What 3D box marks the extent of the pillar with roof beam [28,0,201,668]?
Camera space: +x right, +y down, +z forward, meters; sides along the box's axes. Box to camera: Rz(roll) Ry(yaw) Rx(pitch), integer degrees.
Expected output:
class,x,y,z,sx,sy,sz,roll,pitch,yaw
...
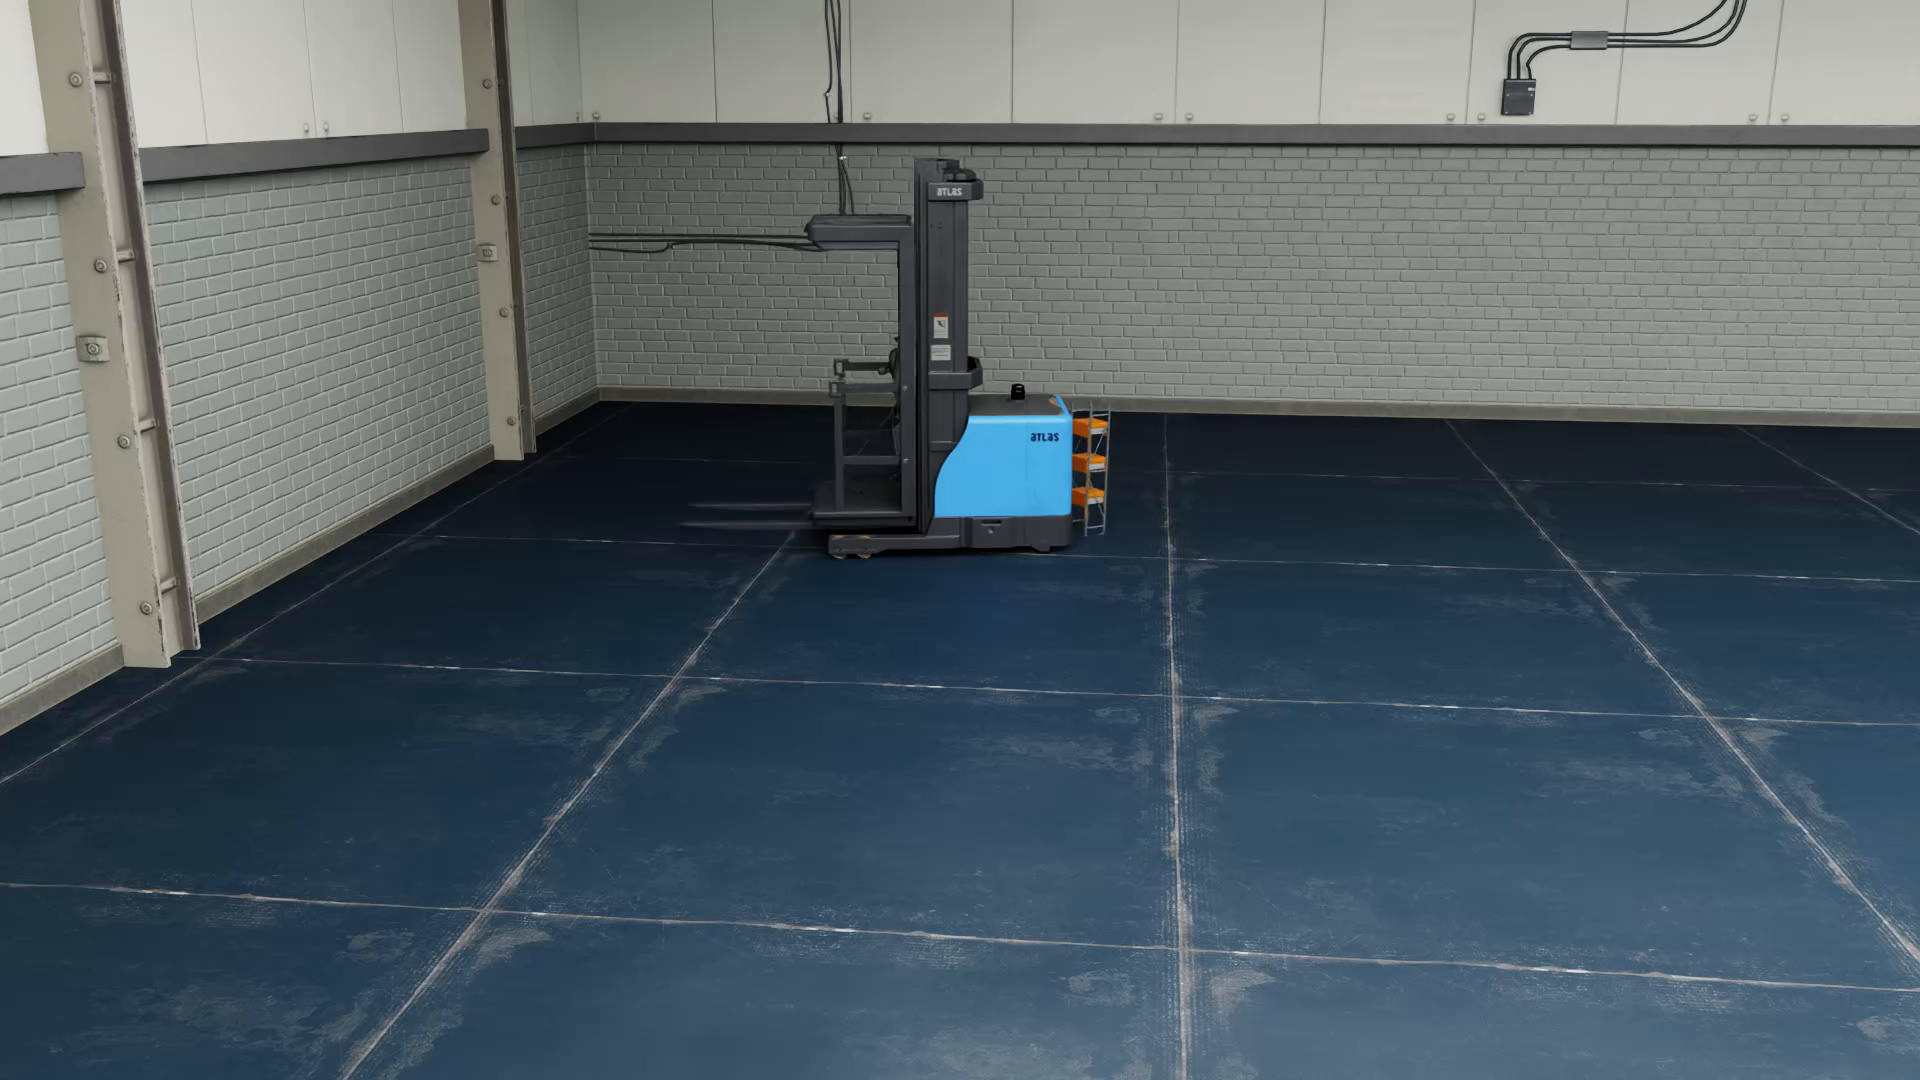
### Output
class,x,y,z,sx,sy,sz,roll,pitch,yaw
pillar with roof beam,-0.745,-3.485,8.811,9.100,9.000,0.400,2,15,6

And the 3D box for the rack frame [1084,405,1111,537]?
class,x,y,z,sx,sy,sz,roll,pitch,yaw
rack frame,1.086,-0.543,13.146,0.200,1.050,0.008,-8,17,-32

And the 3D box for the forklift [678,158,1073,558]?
class,x,y,z,sx,sy,sz,roll,pitch,yaw
forklift,-0.664,-1.419,12.797,3.031,2.935,1.130,-1,15,-2

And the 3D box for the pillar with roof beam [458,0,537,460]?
class,x,y,z,sx,sy,sz,roll,pitch,yaw
pillar with roof beam,-0.068,-5.041,14.566,9.100,9.000,0.400,2,15,6

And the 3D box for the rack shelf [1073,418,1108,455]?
class,x,y,z,sx,sy,sz,roll,pitch,yaw
rack shelf,1.027,-0.834,13.178,0.215,0.259,0.240,-8,17,-32

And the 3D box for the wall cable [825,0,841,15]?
class,x,y,z,sx,sy,sz,roll,pitch,yaw
wall cable,-0.011,-6.752,17.168,3.097,2.526,0.112,2,15,6

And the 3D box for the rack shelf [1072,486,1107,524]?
class,x,y,z,sx,sy,sz,roll,pitch,yaw
rack shelf,1.014,-0.290,13.317,0.215,0.259,0.240,-8,17,-32

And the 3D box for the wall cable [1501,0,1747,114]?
class,x,y,z,sx,sy,sz,roll,pitch,yaw
wall cable,6.732,-7.251,16.223,2.305,6.003,0.169,2,15,6

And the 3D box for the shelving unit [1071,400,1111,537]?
class,x,y,z,sx,sy,sz,roll,pitch,yaw
shelving unit,1.020,-0.570,13.246,0.215,1.050,0.252,-8,17,-32

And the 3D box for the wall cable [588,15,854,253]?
class,x,y,z,sx,sy,sz,roll,pitch,yaw
wall cable,-2.699,-4.394,18.122,3.097,2.526,0.112,2,15,6

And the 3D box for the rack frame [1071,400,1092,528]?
class,x,y,z,sx,sy,sz,roll,pitch,yaw
rack frame,0.955,-0.596,13.345,0.200,1.050,0.008,-8,17,-32

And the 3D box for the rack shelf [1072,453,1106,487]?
class,x,y,z,sx,sy,sz,roll,pitch,yaw
rack shelf,1.020,-0.559,13.248,0.215,0.259,0.240,-8,17,-32
